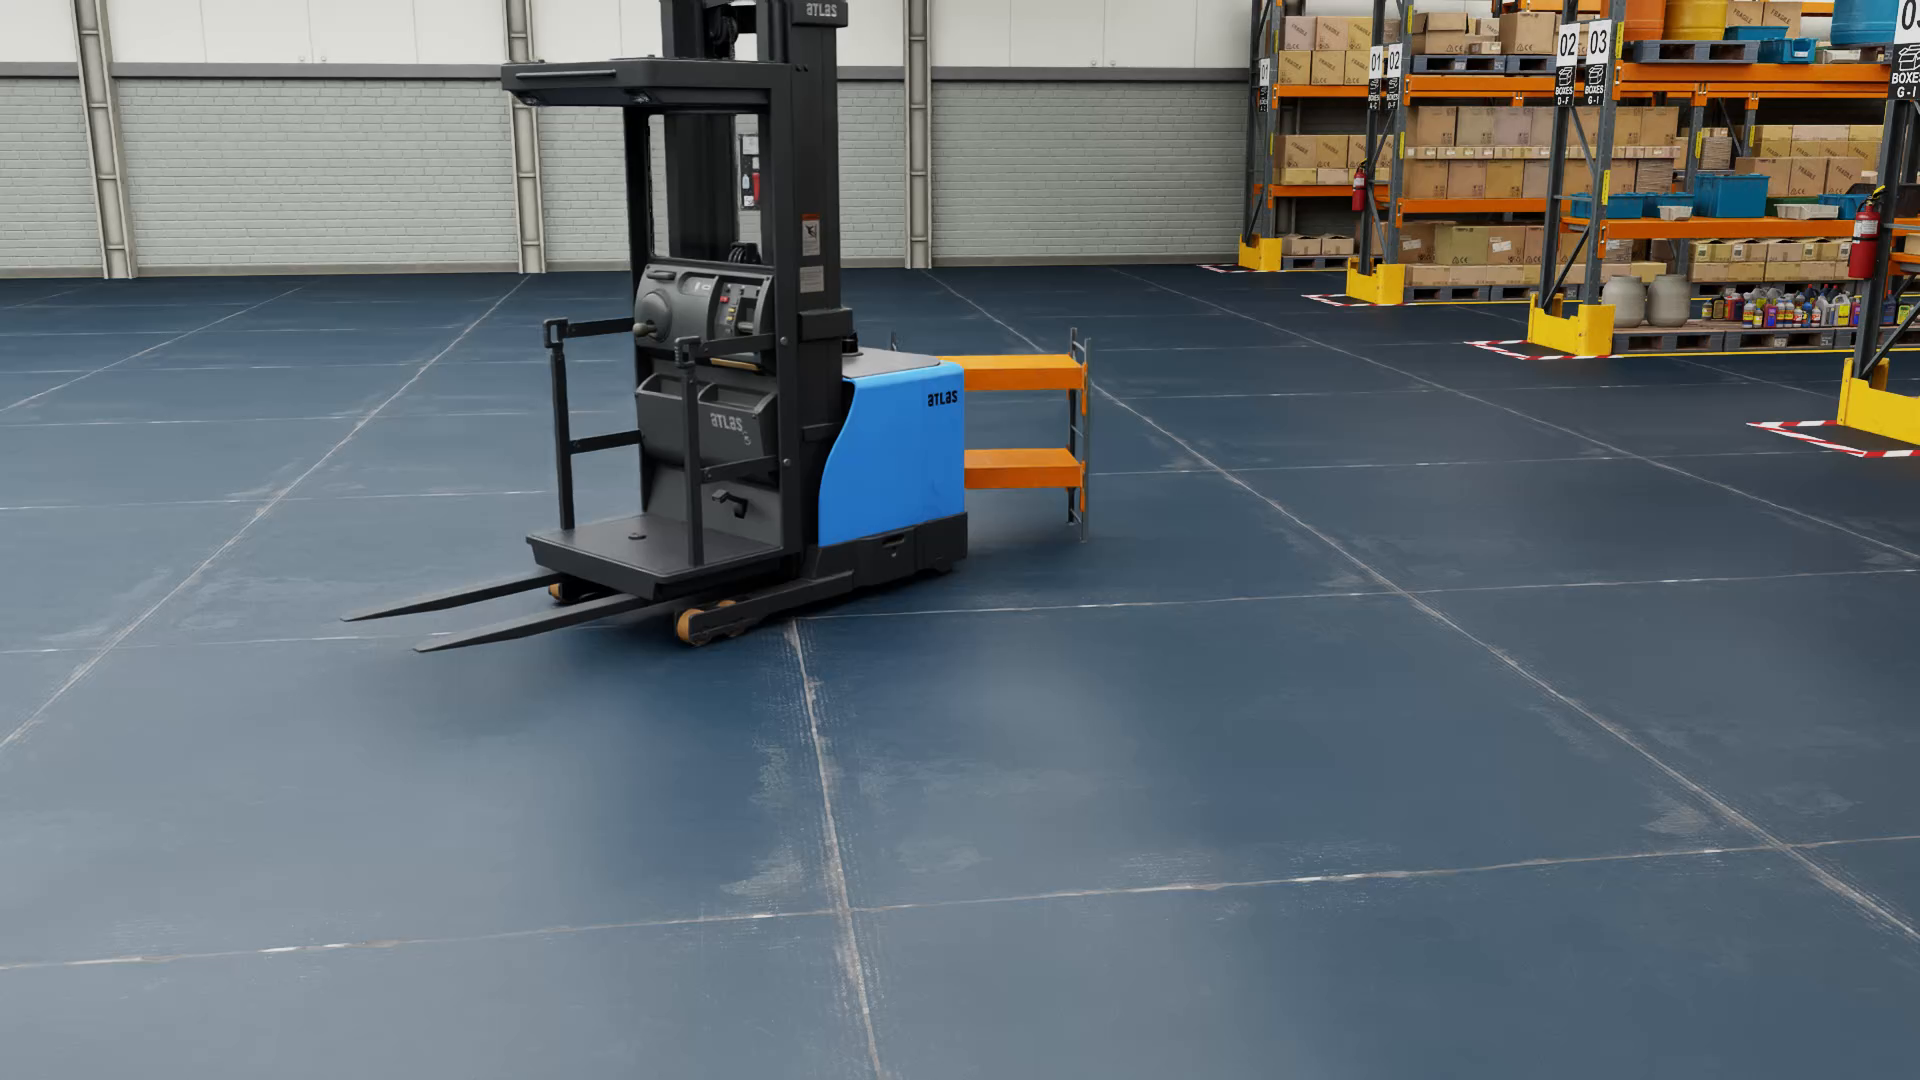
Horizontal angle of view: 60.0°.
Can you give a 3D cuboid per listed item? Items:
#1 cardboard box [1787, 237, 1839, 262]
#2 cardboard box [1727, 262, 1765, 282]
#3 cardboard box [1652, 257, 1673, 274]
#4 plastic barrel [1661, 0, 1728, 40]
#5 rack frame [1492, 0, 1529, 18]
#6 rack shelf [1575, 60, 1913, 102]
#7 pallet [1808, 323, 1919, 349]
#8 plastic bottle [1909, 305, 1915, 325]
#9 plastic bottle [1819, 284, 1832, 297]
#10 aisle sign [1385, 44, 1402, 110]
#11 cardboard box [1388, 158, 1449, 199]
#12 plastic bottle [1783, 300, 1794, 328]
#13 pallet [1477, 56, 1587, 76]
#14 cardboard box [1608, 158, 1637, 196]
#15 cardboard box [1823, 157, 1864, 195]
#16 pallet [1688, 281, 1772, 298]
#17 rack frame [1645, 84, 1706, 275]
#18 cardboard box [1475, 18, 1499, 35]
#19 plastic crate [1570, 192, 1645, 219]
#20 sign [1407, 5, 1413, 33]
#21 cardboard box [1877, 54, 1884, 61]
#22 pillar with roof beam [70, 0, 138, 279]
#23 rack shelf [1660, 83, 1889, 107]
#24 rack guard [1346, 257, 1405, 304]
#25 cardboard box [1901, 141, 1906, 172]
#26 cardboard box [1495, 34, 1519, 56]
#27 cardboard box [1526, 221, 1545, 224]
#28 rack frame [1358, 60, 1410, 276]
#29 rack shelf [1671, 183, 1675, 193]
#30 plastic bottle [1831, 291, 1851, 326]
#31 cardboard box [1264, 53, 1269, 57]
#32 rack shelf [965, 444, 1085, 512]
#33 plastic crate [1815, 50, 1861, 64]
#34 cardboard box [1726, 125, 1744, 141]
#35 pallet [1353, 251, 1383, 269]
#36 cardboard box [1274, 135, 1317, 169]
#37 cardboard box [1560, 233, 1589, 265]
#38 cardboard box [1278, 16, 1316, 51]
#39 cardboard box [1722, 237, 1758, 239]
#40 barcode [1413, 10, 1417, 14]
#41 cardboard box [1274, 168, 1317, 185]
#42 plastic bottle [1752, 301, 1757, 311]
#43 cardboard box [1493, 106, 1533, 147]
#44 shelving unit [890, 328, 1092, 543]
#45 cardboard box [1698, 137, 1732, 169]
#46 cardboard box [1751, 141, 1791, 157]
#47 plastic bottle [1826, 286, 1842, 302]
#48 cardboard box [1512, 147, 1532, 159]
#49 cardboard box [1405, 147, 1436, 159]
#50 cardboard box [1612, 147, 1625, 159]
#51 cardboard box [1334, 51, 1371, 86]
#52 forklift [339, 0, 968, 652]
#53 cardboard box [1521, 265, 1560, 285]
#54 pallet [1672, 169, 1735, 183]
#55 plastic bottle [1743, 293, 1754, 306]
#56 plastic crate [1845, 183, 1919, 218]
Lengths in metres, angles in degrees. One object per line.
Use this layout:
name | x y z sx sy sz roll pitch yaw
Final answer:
cardboard box | 11.364 -3.903 22.254 0.500 0.311 0.500 -2 14 -7
cardboard box | 10.340 -3.593 22.172 0.500 0.250 0.500 -2 14 -7
cardboard box | 9.765 -3.705 22.616 0.500 0.250 0.500 -2 14 -9
plastic barrel | 7.285 -5.235 16.513 0.600 0.588 0.600 0 14 0
rack frame | 8.656 -8.851 26.016 0.127 3.000 1.000 -2 14 -8
rack shelf | 8.155 -4.592 16.677 4.000 0.370 1.077 -2 14 -8
pallet | 9.462 -2.191 17.526 1.213 0.211 1.003 -2 14 -8
plastic bottle | 9.820 -2.326 17.179 0.097 0.201 0.097 0 14 0
plastic bottle | 9.272 -2.557 17.794 0.185 0.351 0.144 -2 14 -7
aisle sign | 5.423 -5.790 20.798 0.004 0.787 0.394 -2 14 -8
cardboard box | 5.906 -4.667 21.460 0.500 0.500 0.700 -2 14 -8
plastic bottle | 8.454 -2.310 16.971 0.097 0.271 0.097 0 14 0
pallet | 7.355 -6.081 21.320 1.213 0.211 1.003 -2 14 -8
cardboard box | 8.440 -4.760 21.830 0.500 0.500 0.700 -2 14 -9
cardboard box | 11.697 -4.879 22.303 0.500 0.500 0.500 -3 14 -11
pallet | 10.121 -3.433 22.478 1.213 0.211 1.003 -2 14 -8
rack frame | 9.398 -4.750 21.995 0.127 3.000 1.000 -2 14 -8
cardboard box | 8.201 -7.856 25.912 0.500 0.500 0.500 -3 14 -13
plastic crate | 6.627 -3.431 17.043 0.616 0.251 0.499 -2 14 -8
sign | 5.520 -6.388 20.403 0.005 0.325 0.100 -2 14 -8
cardboard box | 11.830 -6.409 21.891 0.500 0.250 0.500 -2 14 -9
pillar with roof beam | -11.893 -7.252 19.639 0.400 9.000 9.100 -2 14 -8
rack shelf | 11.376 -5.928 22.007 4.000 0.370 1.077 -2 14 -8
rack guard | 5.419 -3.392 21.718 0.348 0.500 1.175 -2 14 -8
cardboard box | 15.645 -6.335 27.459 0.500 0.500 0.500 -2 14 -8
cardboard box | 7.092 -6.413 21.495 0.500 0.311 0.500 0 14 -2
cardboard box | 7.904 -4.006 22.276 0.500 0.500 0.500 -2 14 -8
rack frame | 5.443 -4.605 21.417 0.127 3.000 1.000 -2 14 -8
rack shelf | 10.634 -5.665 27.122 4.000 0.370 1.077 -2 14 -8
plastic bottle | 9.029 -2.375 17.068 0.185 0.351 0.144 -2 14 -9
cardboard box | 5.076 -7.385 26.092 0.500 0.500 0.500 -1 14 -4
rack shelf | 0.158 -0.339 9.267 1.000 0.278 0.538 -1 14 -6
plastic crate | 8.605 -4.730 16.291 0.396 0.136 0.243 -2 14 -8
cardboard box | 13.022 -6.731 27.496 0.500 0.250 0.500 -2 14 -7
pallet | 6.789 -4.511 26.775 1.213 0.211 1.003 -2 14 -8
cardboard box | 5.218 -6.042 25.873 0.500 0.500 0.500 -2 14 -8
cardboard box | 7.982 -3.880 21.774 0.500 0.500 0.500 -2 14 -8
cardboard box | 5.118 -7.750 25.490 0.500 0.500 0.500 -3 14 -12
cardboard box | 10.763 -4.013 22.695 0.500 0.311 0.500 -2 14 -8
barcode | 7.218 -8.371 26.361 0.075 0.075 0.001 -2 14 -8
cardboard box | 5.231 -5.675 25.950 0.500 0.250 0.500 -3 14 -10
plastic bottle | 8.355 -2.420 17.552 0.097 0.201 0.097 0 14 0
cardboard box | 6.976 -5.337 21.465 0.500 0.500 0.700 -2 14 -8
shelving unit | 0.158 -0.576 9.208 1.048 1.125 0.538 -1 14 -6
cardboard box | 12.149 -6.329 27.181 0.500 0.500 0.700 -4 15 -15
cardboard box | 13.130 -6.245 27.098 0.500 0.500 0.500 -2 14 -7
plastic bottle | 9.294 -2.523 17.655 0.185 0.351 0.144 -2 14 -8
cardboard box | 7.136 -4.978 21.364 0.250 0.149 0.380 -2 14 -9
cardboard box | 5.863 -4.930 21.176 0.250 0.149 0.380 -2 14 -9
cardboard box | 8.398 -5.023 21.546 0.250 0.149 0.380 -2 14 -8
cardboard box | 6.118 -7.292 25.719 0.500 0.500 0.500 -1 14 -6
forklift | -1.336 -1.091 7.547 1.130 2.935 3.031 13 19 42
cardboard box | 7.490 -3.495 21.780 0.500 0.250 0.500 -2 14 -8
pallet | 11.923 -5.942 27.142 1.003 0.211 1.213 -2 14 -8
plastic bottle | 8.318 -2.485 17.659 0.135 0.276 0.152 -2 14 -10
plastic crate | 9.596 -3.540 17.298 0.504 0.338 0.767 -2 14 -8
